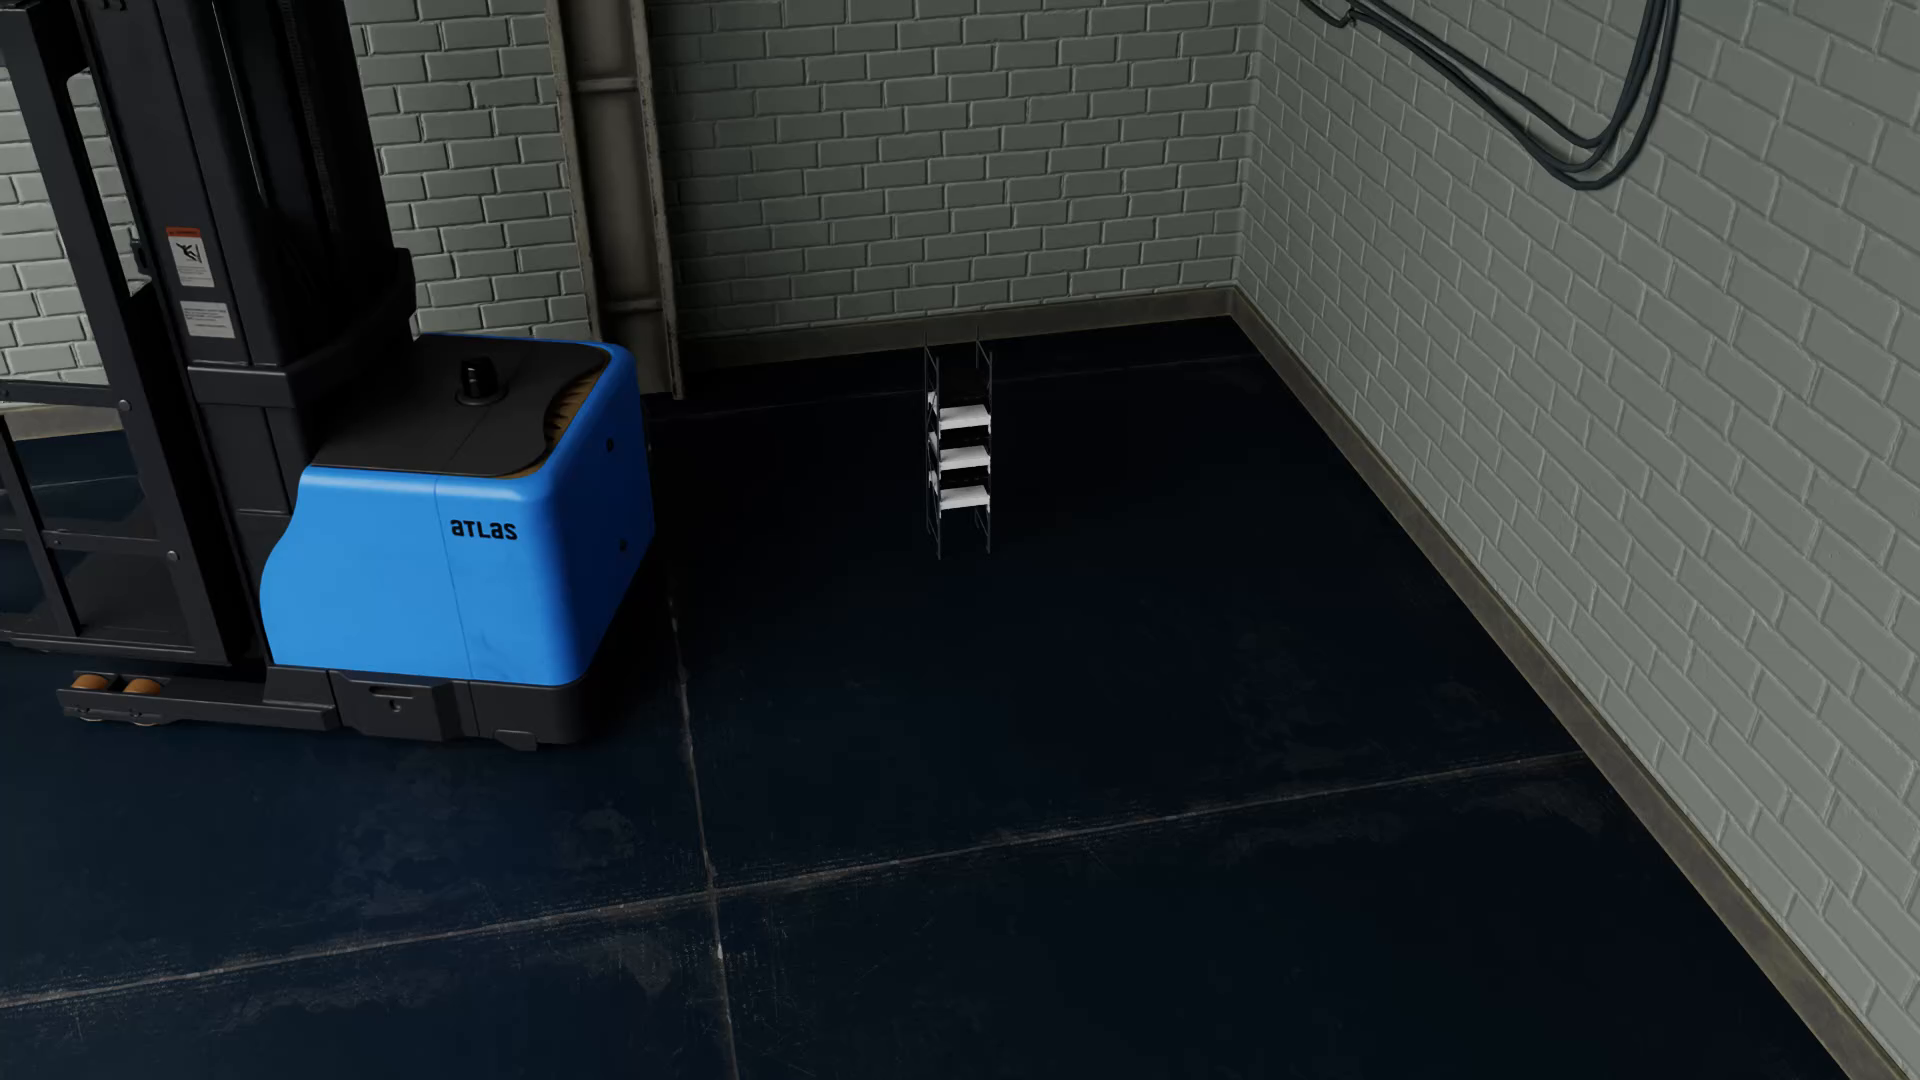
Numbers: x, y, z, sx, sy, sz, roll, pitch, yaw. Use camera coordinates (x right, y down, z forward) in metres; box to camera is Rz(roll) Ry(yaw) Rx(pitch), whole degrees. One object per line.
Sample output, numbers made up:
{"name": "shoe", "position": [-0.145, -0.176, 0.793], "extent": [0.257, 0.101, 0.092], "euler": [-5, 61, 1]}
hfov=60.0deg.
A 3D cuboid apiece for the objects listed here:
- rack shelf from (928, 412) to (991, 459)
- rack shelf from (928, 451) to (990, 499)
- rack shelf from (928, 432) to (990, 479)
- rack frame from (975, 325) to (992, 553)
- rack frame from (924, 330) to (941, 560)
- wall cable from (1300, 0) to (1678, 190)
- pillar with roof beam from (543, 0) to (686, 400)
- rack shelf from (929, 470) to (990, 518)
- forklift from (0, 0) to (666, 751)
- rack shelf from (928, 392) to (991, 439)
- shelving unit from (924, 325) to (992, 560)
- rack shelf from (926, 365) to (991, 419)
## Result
{"name": "rack shelf", "position": [-0.008, -0.420, 6.466], "extent": [0.200, 0.077, 0.258], "euler": [-7, 35, -11]}
{"name": "rack shelf", "position": [-0.008, -0.270, 6.566], "extent": [0.200, 0.077, 0.258], "euler": [-7, 35, -11]}
{"name": "rack shelf", "position": [-0.008, -0.345, 6.516], "extent": [0.200, 0.077, 0.258], "euler": [-7, 35, -11]}
{"name": "rack frame", "position": [0.091, -0.385, 6.516], "extent": [0.006, 0.900, 0.240], "euler": [-7, 35, -11]}
{"name": "rack frame", "position": [-0.107, -0.360, 6.479], "extent": [0.006, 0.900, 0.240], "euler": [-7, 35, -11]}
{"name": "wall cable", "position": [1.666, -2.807, 5.643], "extent": [0.112, 2.526, 3.097], "euler": [-7, 35, -11]}
{"name": "pillar with roof beam", "position": [-0.550, -2.113, 1.823], "extent": [0.400, 9.000, 9.100], "euler": [-7, 35, -11]}
{"name": "rack shelf", "position": [-0.008, -0.196, 6.617], "extent": [0.200, 0.077, 0.258], "euler": [-7, 35, -11]}
{"name": "forklift", "position": [-2.683, -0.857, 5.396], "extent": [3.031, 2.935, 1.130], "euler": [4, 34, 6]}
{"name": "rack shelf", "position": [-0.008, -0.494, 6.416], "extent": [0.200, 0.077, 0.258], "euler": [-7, 35, -11]}
{"name": "shelving unit", "position": [-0.008, -0.373, 6.498], "extent": [0.210, 0.900, 0.258], "euler": [-7, 35, -11]}
{"name": "rack shelf", "position": [-0.008, -0.569, 6.366], "extent": [0.200, 0.077, 0.258], "euler": [-7, 35, -11]}
